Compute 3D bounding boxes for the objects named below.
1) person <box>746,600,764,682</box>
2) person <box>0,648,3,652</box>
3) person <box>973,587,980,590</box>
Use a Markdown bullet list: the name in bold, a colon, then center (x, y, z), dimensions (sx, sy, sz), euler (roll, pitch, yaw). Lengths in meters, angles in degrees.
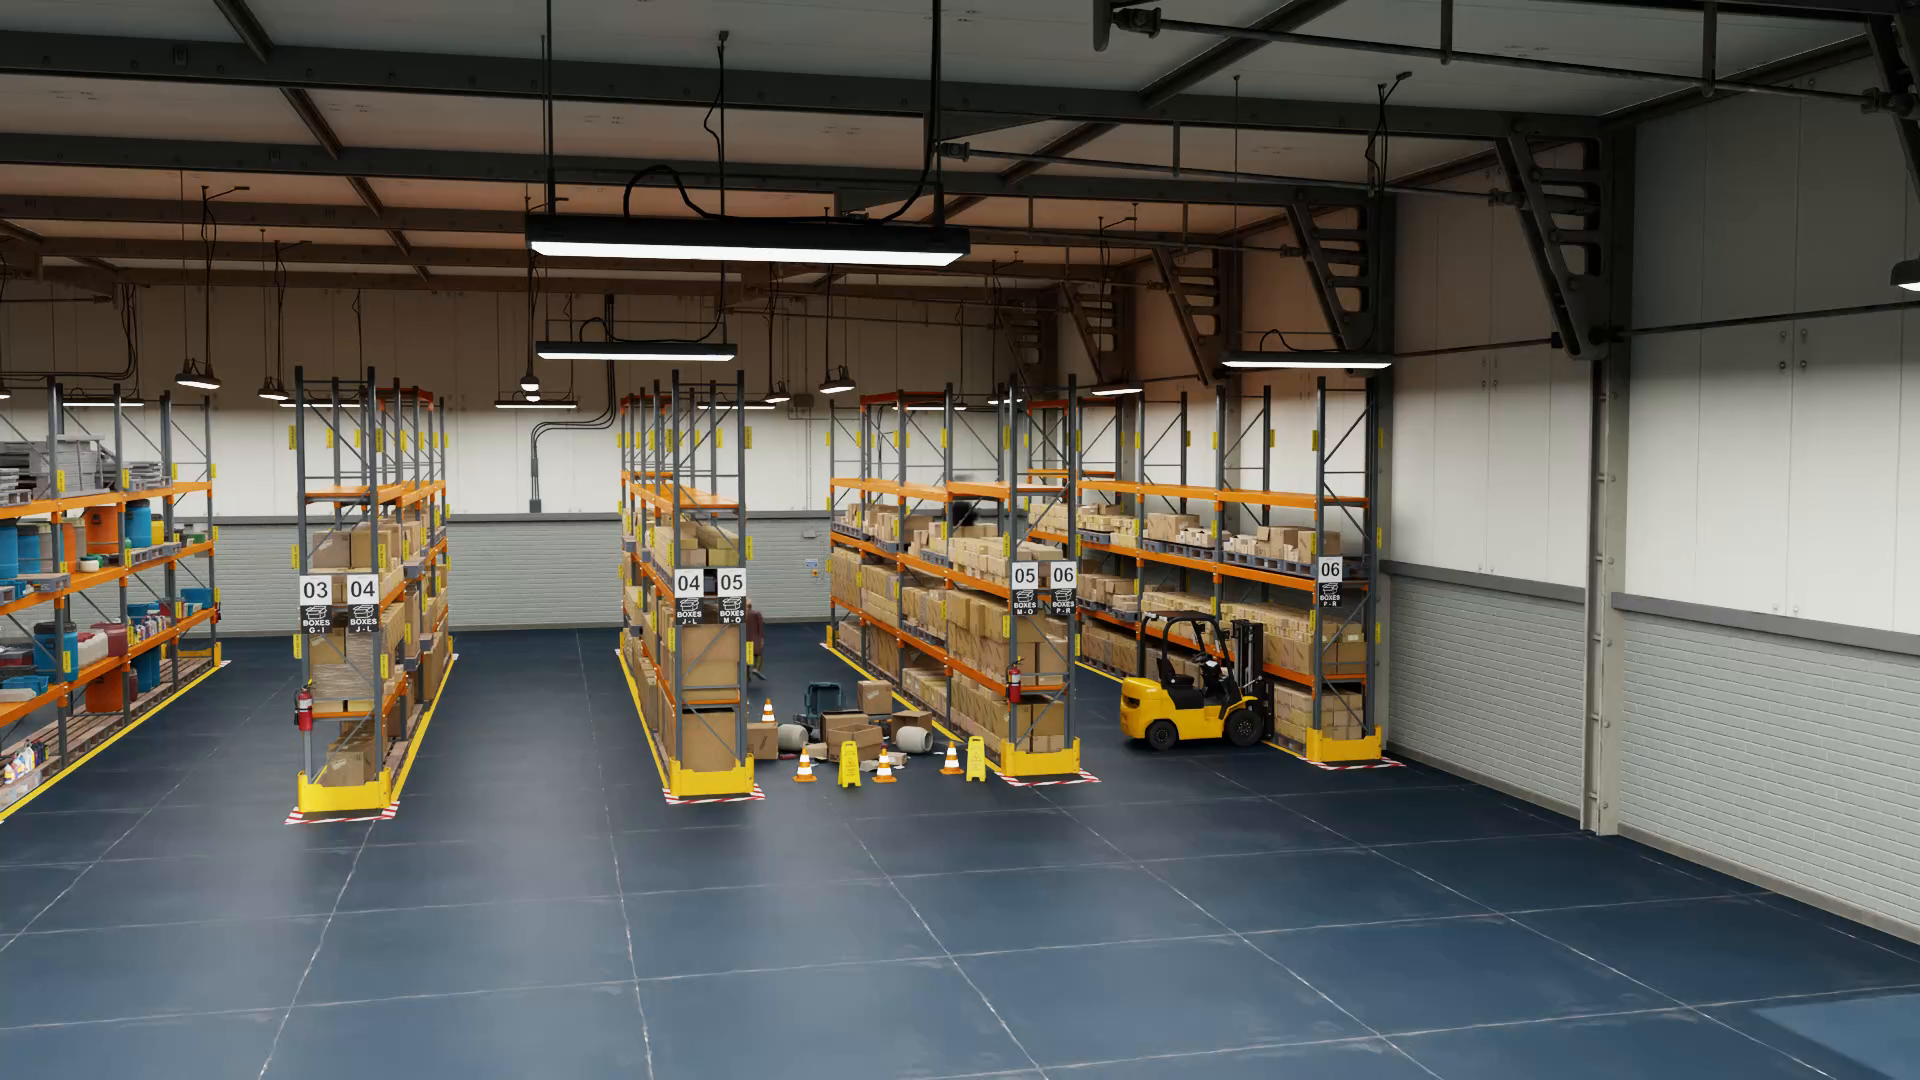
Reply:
- **person**: center (-4.375, 2.091, 34.426), dimensions (0.698, 1.687, 0.715), euler (0, 3, 2)
- **person**: center (-16.572, 2.443, 28.207), dimensions (0.651, 1.810, 0.833), euler (0, 3, -6)
- **person**: center (0.471, 1.902, 38.740), dimensions (0.608, 1.612, 0.652), euler (-3, 5, -43)
